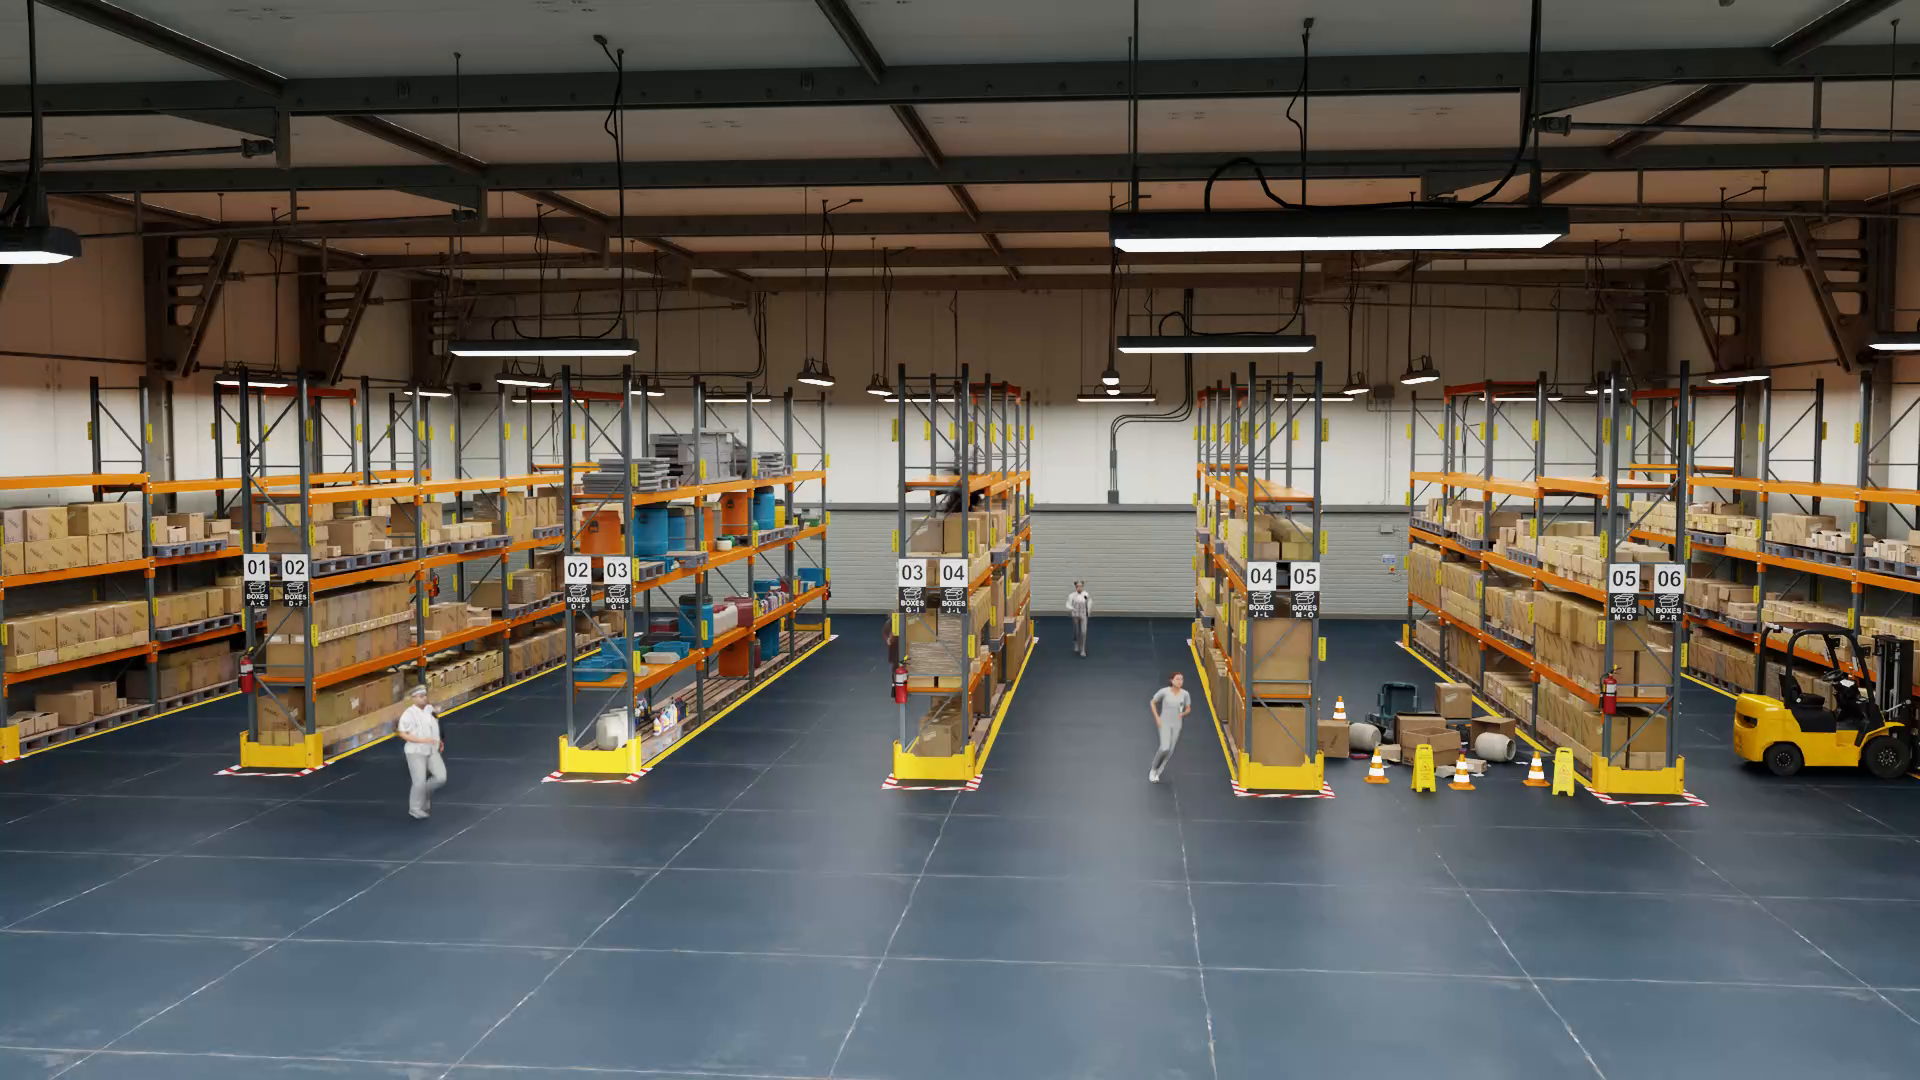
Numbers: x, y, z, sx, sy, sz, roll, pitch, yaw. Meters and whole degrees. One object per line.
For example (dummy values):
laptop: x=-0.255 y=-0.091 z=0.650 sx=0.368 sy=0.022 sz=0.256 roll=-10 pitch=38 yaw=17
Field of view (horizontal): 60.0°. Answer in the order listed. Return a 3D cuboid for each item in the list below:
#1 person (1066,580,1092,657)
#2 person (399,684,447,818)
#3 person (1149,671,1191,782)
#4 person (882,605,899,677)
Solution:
person: x=2.689 y=1.740 z=37.561 sx=0.583 sy=1.692 sz=0.934 roll=0 pitch=4 yaw=2
person: x=-6.945 y=2.742 z=21.616 sx=0.593 sy=1.743 sz=0.653 roll=2 pitch=4 yaw=34
person: x=3.017 y=2.661 z=23.786 sx=0.592 sy=1.600 sz=0.573 roll=-1 pitch=4 yaw=-12
person: x=-1.127 y=2.100 z=31.692 sx=0.710 sy=1.776 sz=0.943 roll=0 pitch=4 yaw=1
